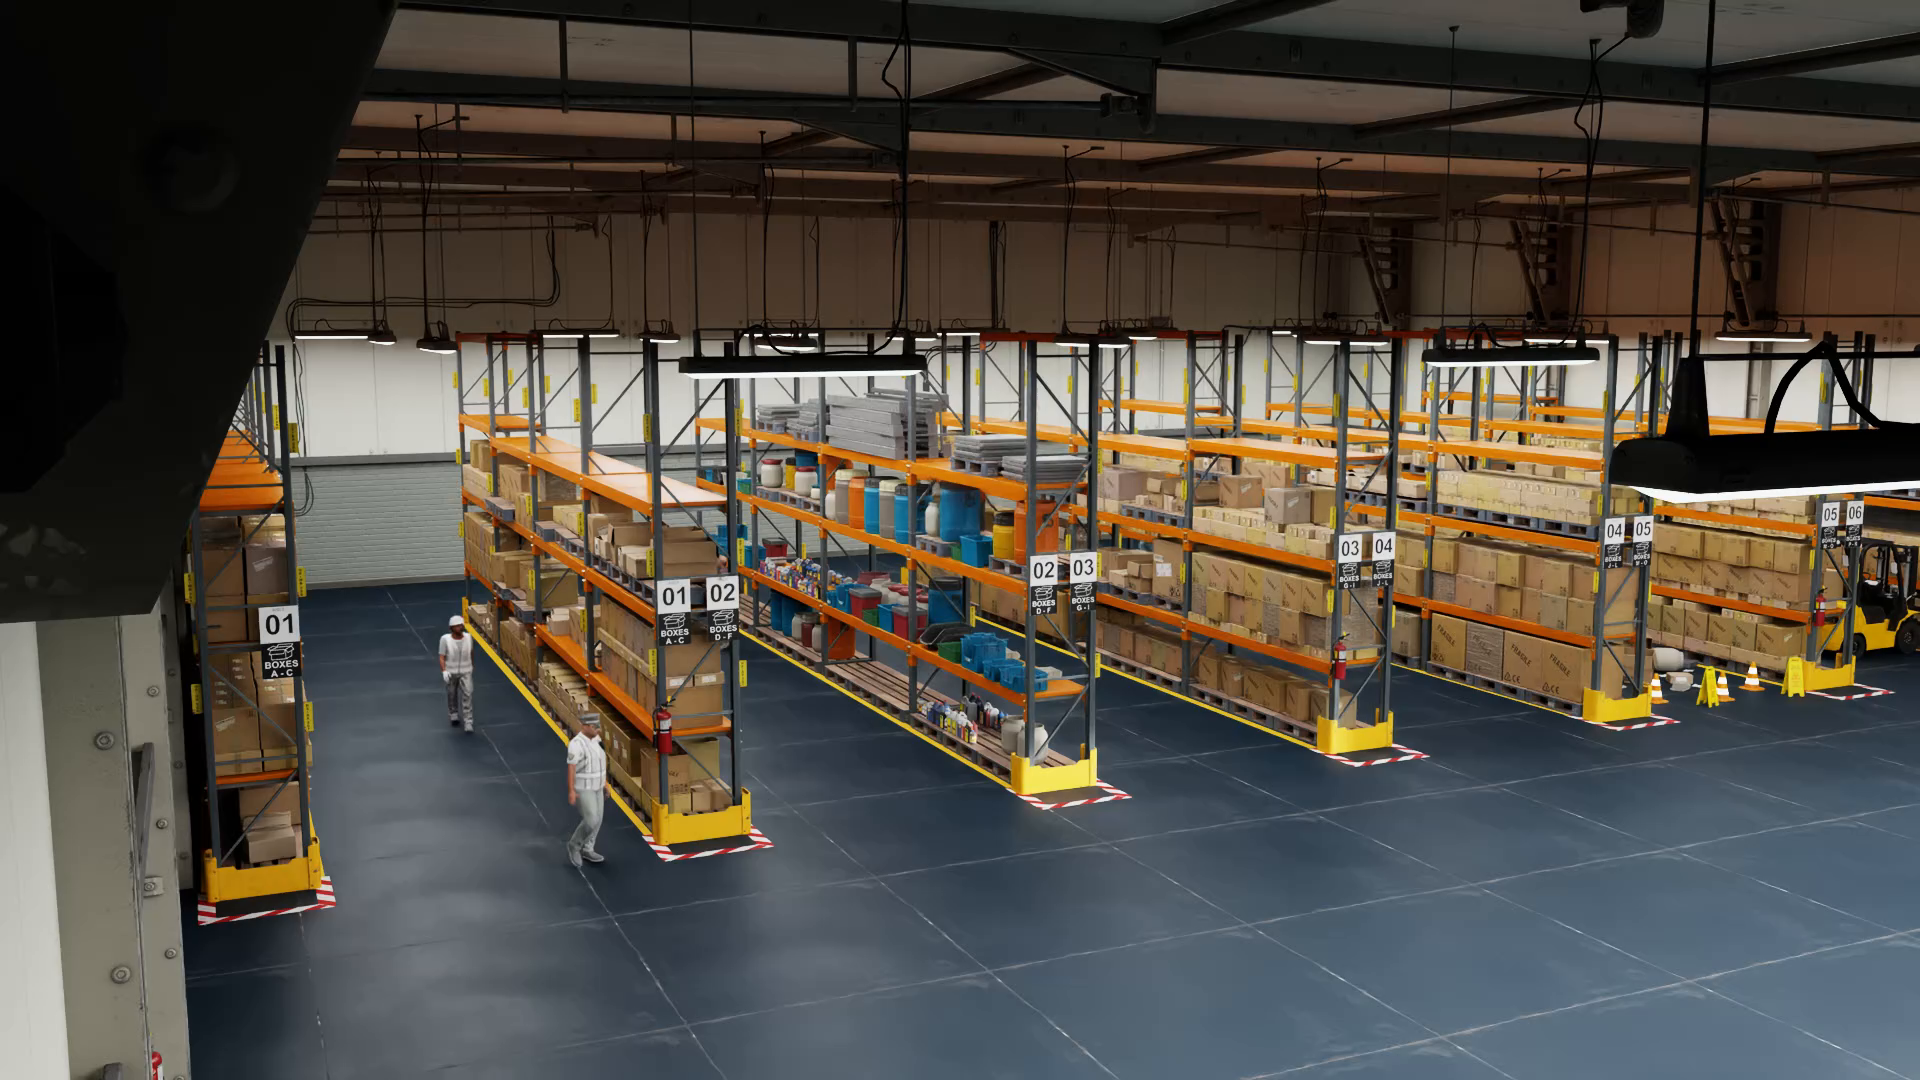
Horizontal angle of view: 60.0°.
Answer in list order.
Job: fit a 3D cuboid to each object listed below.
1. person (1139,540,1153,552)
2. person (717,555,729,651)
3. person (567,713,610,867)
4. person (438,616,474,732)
[{"bbox_3d":[4.744,-0.271,42.612,0.996,1.733,0.554,-5,9,-35],"label":"person"},{"bbox_3d":[-4.479,1.206,31.720,0.439,1.836,0.620,4,9,28],"label":"person"},{"bbox_3d":[-4.299,2.885,19.280,0.454,1.772,0.567,3,8,23],"label":"person"},{"bbox_3d":[-7.710,2.023,25.512,0.542,1.722,1.068,-3,8,-22],"label":"person"}]
